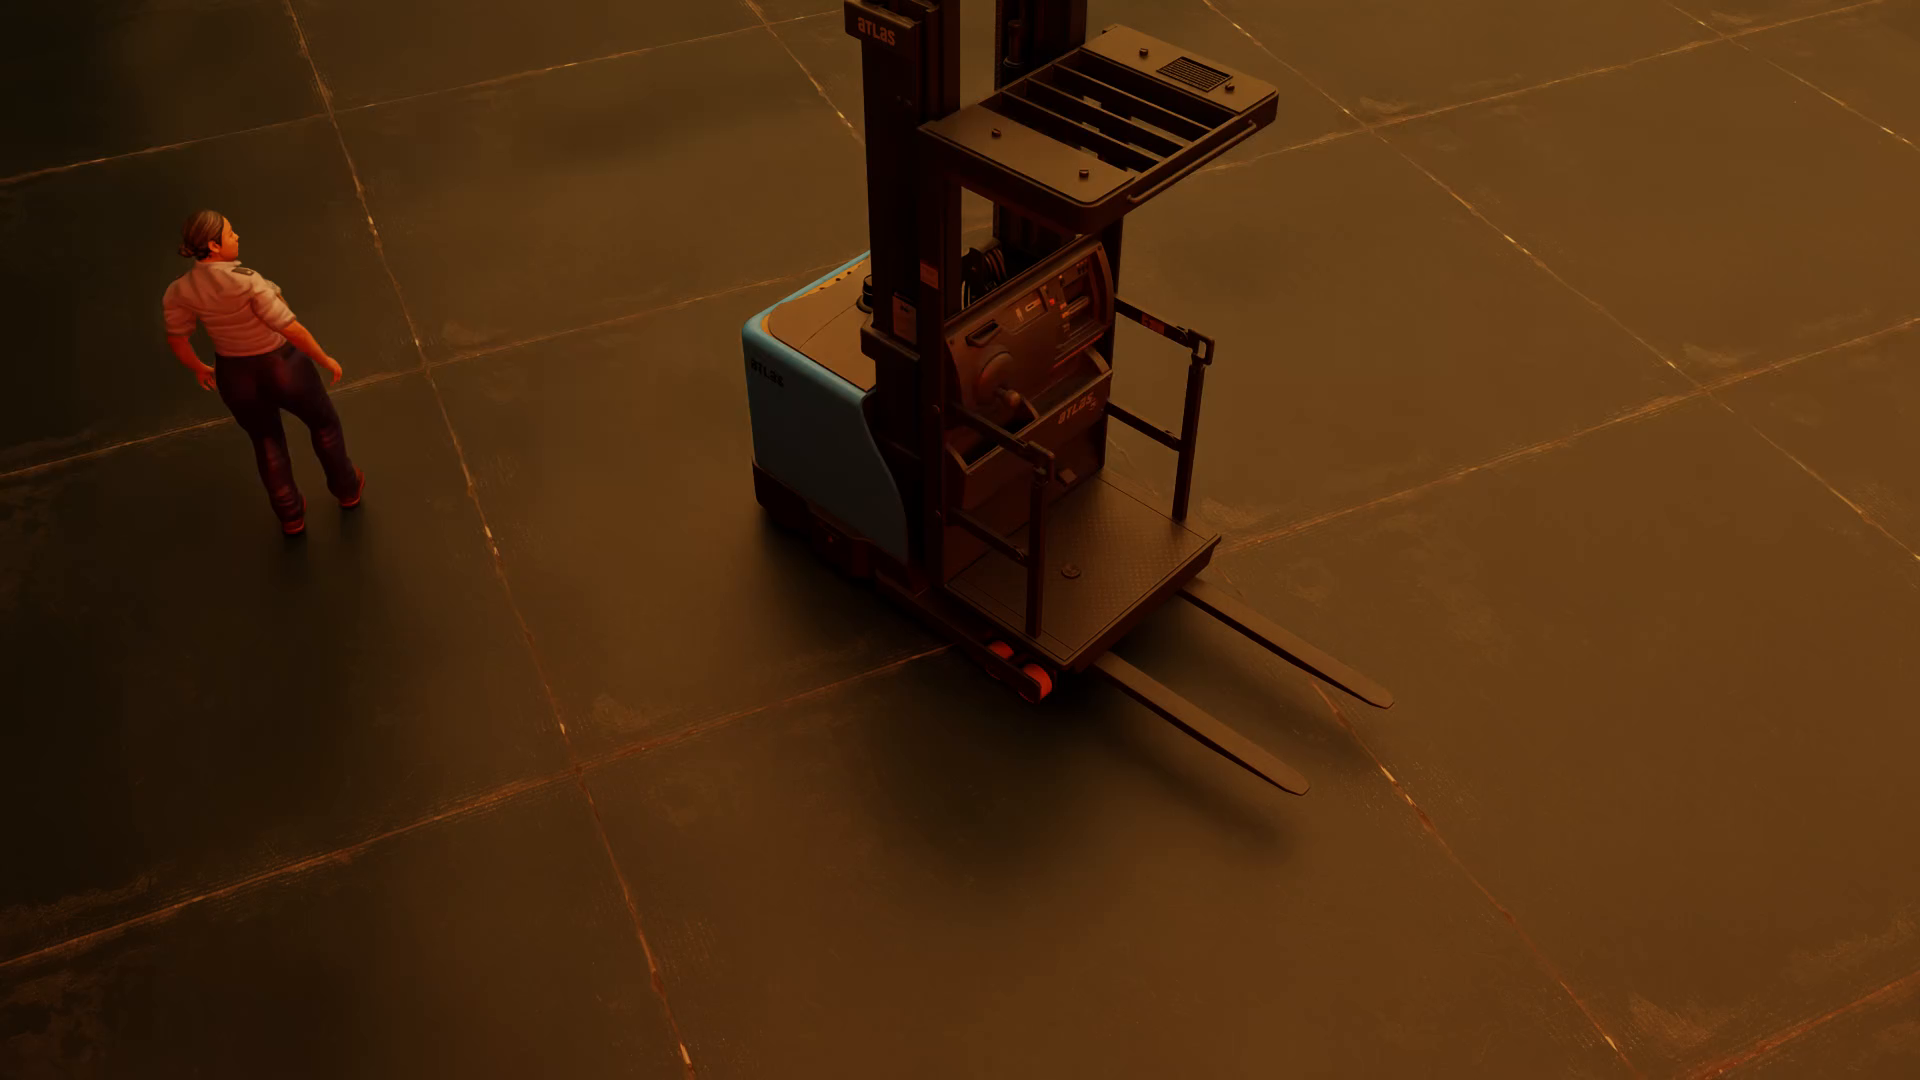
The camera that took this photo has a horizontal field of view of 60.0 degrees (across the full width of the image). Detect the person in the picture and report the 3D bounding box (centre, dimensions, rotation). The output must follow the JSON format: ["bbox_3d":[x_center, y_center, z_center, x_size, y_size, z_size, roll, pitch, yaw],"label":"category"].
[{"bbox_3d":[-3.110,-0.773,7.462,0.672,1.634,0.469,-4,43,-4],"label":"person"}]

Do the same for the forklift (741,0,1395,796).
[{"bbox_3d":[0.445,-0.788,6.525,3.031,2.935,1.130,32,52,30],"label":"forklift"}]
